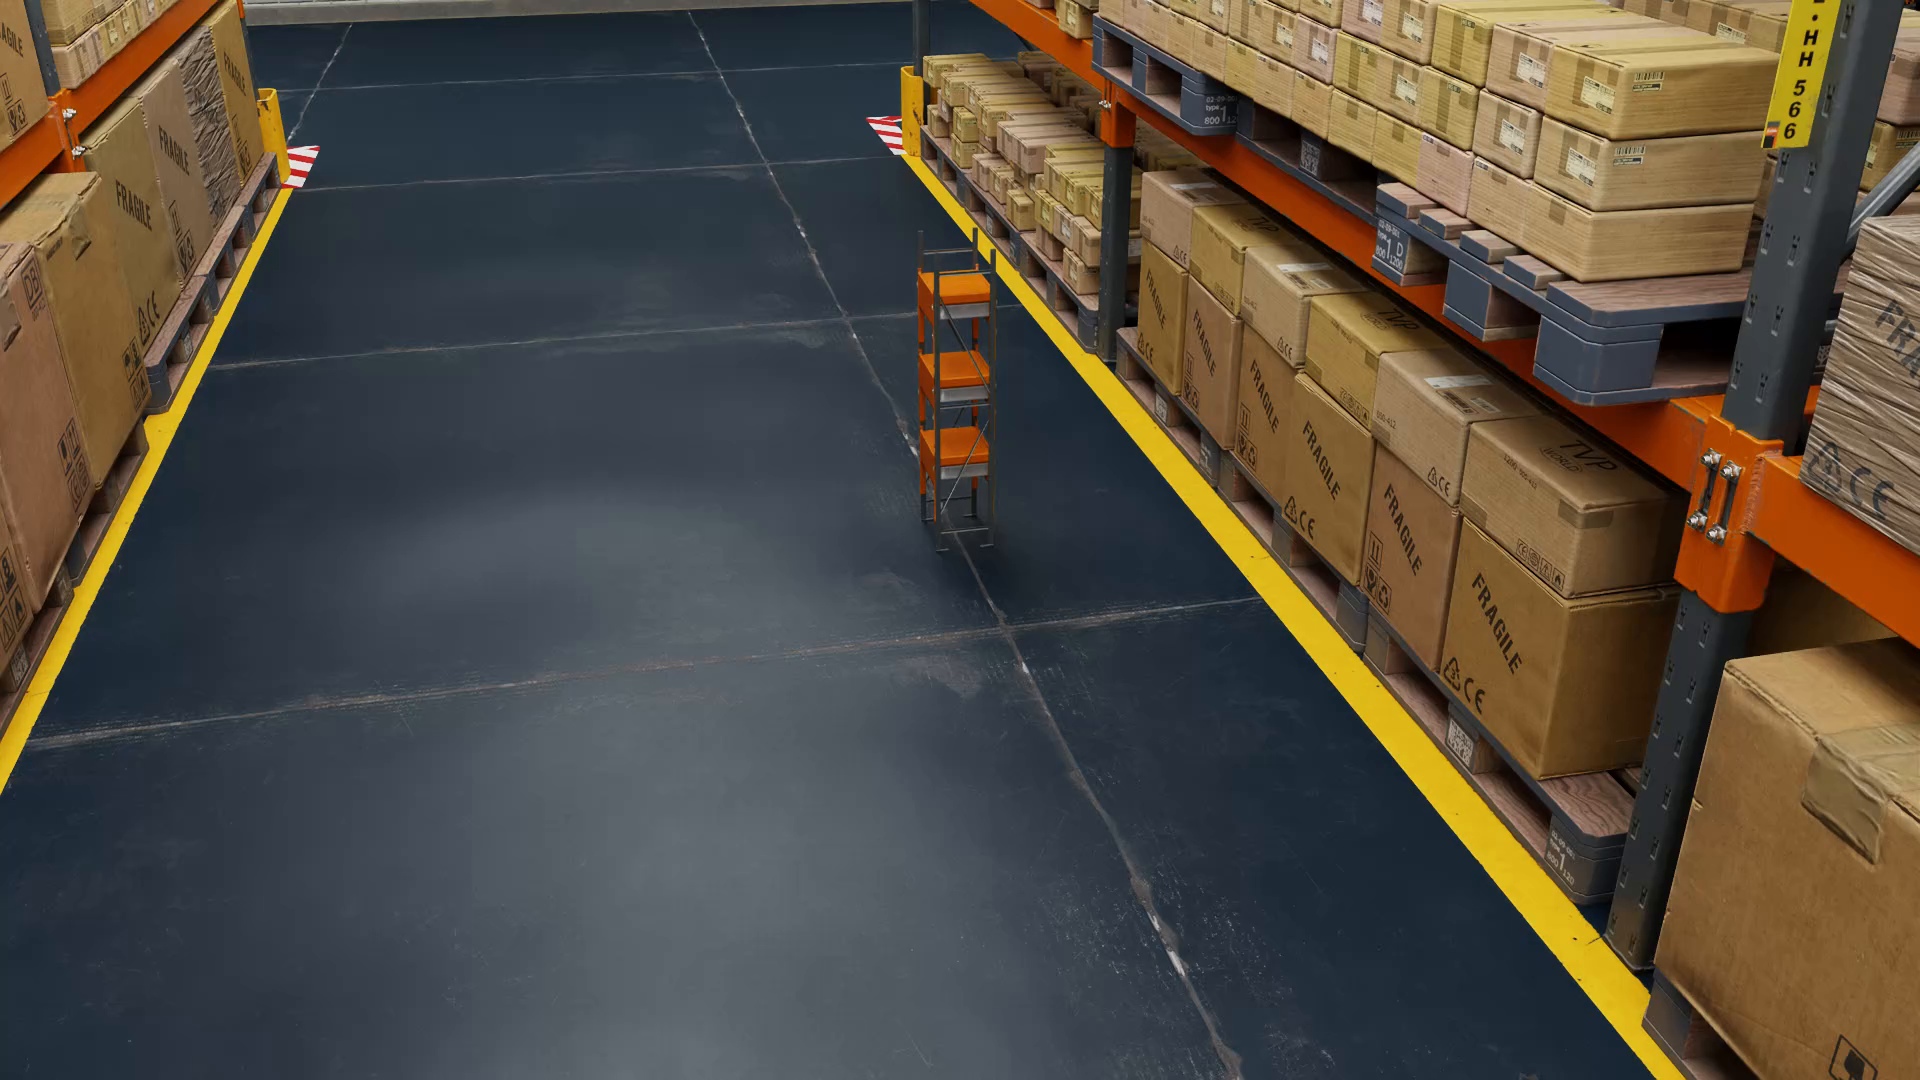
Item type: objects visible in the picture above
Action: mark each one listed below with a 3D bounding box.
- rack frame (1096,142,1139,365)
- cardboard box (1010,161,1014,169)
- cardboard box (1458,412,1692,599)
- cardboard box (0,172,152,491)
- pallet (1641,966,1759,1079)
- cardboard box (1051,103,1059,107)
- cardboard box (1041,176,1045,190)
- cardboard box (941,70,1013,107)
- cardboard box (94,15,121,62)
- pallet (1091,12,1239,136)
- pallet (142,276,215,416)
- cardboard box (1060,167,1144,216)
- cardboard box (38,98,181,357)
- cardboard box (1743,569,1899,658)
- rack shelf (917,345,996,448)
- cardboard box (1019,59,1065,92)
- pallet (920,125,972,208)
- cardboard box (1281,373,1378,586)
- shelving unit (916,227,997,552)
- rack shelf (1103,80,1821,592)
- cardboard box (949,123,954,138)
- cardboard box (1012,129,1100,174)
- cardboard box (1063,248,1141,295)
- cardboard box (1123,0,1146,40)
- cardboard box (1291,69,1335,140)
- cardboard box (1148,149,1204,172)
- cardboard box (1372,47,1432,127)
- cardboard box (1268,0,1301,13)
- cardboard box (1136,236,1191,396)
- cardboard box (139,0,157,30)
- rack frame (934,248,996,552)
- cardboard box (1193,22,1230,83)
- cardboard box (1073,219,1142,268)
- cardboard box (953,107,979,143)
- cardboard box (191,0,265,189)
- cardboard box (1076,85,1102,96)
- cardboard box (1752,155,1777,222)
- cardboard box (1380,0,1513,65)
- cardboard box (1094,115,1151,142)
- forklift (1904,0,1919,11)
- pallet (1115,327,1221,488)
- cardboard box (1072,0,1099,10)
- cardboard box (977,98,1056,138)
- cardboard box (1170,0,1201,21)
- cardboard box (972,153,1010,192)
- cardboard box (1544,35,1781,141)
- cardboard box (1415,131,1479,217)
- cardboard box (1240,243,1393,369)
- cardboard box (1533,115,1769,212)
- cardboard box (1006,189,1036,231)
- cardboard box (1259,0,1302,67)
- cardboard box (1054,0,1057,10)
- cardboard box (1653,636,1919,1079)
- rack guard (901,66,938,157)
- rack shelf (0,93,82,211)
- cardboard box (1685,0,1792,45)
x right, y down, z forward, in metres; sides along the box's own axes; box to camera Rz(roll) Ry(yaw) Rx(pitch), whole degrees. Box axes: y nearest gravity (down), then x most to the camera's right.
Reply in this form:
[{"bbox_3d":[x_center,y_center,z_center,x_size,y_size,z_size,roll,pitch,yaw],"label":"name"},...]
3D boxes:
[{"bbox_3d":[1.104,-2.182,6.744,1.000,3.000,0.127,-6,27,-12],"label":"rack frame"},{"bbox_3d":[0.476,-2.040,8.831,0.380,0.149,0.250,-5,27,-9],"label":"cardboard box"},{"bbox_3d":[1.596,-0.106,4.107,0.500,0.250,0.500,-7,28,-13],"label":"cardboard box"},{"bbox_3d":[-3.588,-0.683,5.666,1.225,0.875,0.875,-6,27,-11],"label":"cardboard box"},{"bbox_3d":[2.110,1.173,3.193,1.003,0.211,1.213,-6,27,-12],"label":"pallet"},{"bbox_3d":[0.679,-2.427,9.596,0.380,0.149,0.250,-6,27,-12],"label":"cardboard box"},{"bbox_3d":[0.612,-1.689,8.135,0.380,0.149,0.250,-6,27,-11],"label":"cardboard box"},{"bbox_3d":[0.101,-2.622,9.652,0.380,0.149,0.250,-6,27,-12],"label":"cardboard box"},{"bbox_3d":[-3.613,-2.005,6.673,0.380,0.149,0.250,-5,27,-10],"label":"cardboard box"},{"bbox_3d":[1.134,-1.746,6.093,1.003,0.211,1.213,-6,27,-12],"label":"pallet"},{"bbox_3d":[-3.846,-0.820,7.140,1.003,0.211,1.213,-6,27,-12],"label":"pallet"},{"bbox_3d":[0.674,-1.600,7.629,0.380,0.149,0.250,-6,27,-11],"label":"cardboard box"},{"bbox_3d":[-3.822,-1.260,6.809,0.875,0.875,0.875,-6,27,-12],"label":"cardboard box"},{"bbox_3d":[2.094,0.166,4.400,0.500,0.500,0.500,-7,28,-14],"label":"cardboard box"},{"bbox_3d":[-0.012,-0.483,5.565,0.215,0.259,0.240,-6,27,-12],"label":"rack shelf"},{"bbox_3d":[0.569,-2.796,9.997,0.380,0.149,0.250,-5,27,-11],"label":"cardboard box"},{"bbox_3d":[0.368,-2.300,10.072,1.003,0.211,1.213,-6,27,-12],"label":"pallet"},{"bbox_3d":[1.354,-0.219,5.163,0.500,0.500,0.500,-7,28,-14],"label":"cardboard box"},{"bbox_3d":[-0.012,-0.492,5.560,0.215,1.050,0.252,-6,27,-12],"label":"shelving unit"},{"bbox_3d":[1.555,-0.983,5.167,1.077,0.370,4.000,-6,27,-12],"label":"rack shelf"},{"bbox_3d":[0.147,-2.484,10.040,0.380,0.149,0.250,-6,27,-12],"label":"cardboard box"},{"bbox_3d":[0.477,-1.940,8.303,0.380,0.149,0.250,-7,28,-14],"label":"cardboard box"},{"bbox_3d":[0.684,-1.234,7.565,0.380,0.149,0.250,-6,27,-11],"label":"cardboard box"},{"bbox_3d":[0.813,-1.917,6.031,0.380,0.149,0.250,-6,27,-11],"label":"cardboard box"},{"bbox_3d":[1.162,-1.235,4.680,0.380,0.149,0.250,-5,27,-10],"label":"cardboard box"},{"bbox_3d":[1.119,-1.768,7.961,0.380,0.149,0.250,-6,27,-12],"label":"cardboard box"},{"bbox_3d":[1.271,-1.147,4.176,0.380,0.149,0.250,-6,27,-11],"label":"cardboard box"},{"bbox_3d":[1.101,-1.618,4.779,0.380,0.149,0.250,-5,27,-10],"label":"cardboard box"},{"bbox_3d":[1.012,-0.902,6.517,0.500,0.500,0.500,-5,27,-10],"label":"cardboard box"},{"bbox_3d":[-3.786,-2.343,7.342,0.380,0.149,0.250,-6,27,-11],"label":"cardboard box"},{"bbox_3d":[0.015,-0.439,5.454,0.200,1.050,0.008,-6,27,-12],"label":"rack frame"},{"bbox_3d":[0.979,-1.585,5.373,0.380,0.149,0.250,-7,28,-14],"label":"cardboard box"},{"bbox_3d":[0.723,-1.336,7.435,0.380,0.149,0.250,-5,27,-11],"label":"cardboard box"},{"bbox_3d":[0.171,-2.382,9.507,0.380,0.149,0.250,-5,27,-10],"label":"cardboard box"},{"bbox_3d":[-4.431,-2.445,9.157,0.875,0.875,0.875,-6,27,-12],"label":"cardboard box"},{"bbox_3d":[0.863,-2.462,9.337,0.380,0.149,0.250,-5,27,-10],"label":"cardboard box"},{"bbox_3d":[2.041,-0.836,3.890,0.380,0.149,0.250,-5,27,-9],"label":"cardboard box"},{"bbox_3d":[1.271,-1.278,4.105,0.380,0.149,0.250,-5,27,-10],"label":"cardboard box"},{"bbox_3d":[0.918,-2.111,8.641,0.380,0.149,0.250,-7,28,-14],"label":"cardboard box"},{"bbox_3d":[3.020,-1.603,5.674,1.130,2.935,3.031,-6,27,-11],"label":"forklift"},{"bbox_3d":[1.281,-0.596,6.696,1.003,0.211,1.213,-6,27,-12],"label":"pallet"},{"bbox_3d":[0.720,-2.543,7.019,0.500,0.500,0.500,-6,27,-12],"label":"cardboard box"},{"bbox_3d":[0.305,-2.278,8.972,0.380,0.149,0.250,-6,27,-11],"label":"cardboard box"},{"bbox_3d":[0.923,-1.830,5.529,0.380,0.149,0.250,-7,28,-14],"label":"cardboard box"},{"bbox_3d":[0.283,-2.032,9.144,0.380,0.149,0.250,-7,28,-14],"label":"cardboard box"},{"bbox_3d":[1.448,-0.936,3.427,0.380,0.149,0.250,-7,28,-14],"label":"cardboard box"},{"bbox_3d":[1.334,-0.893,4.004,0.380,0.149,0.250,-5,27,-11],"label":"cardboard box"},{"bbox_3d":[1.246,-0.779,5.441,0.500,0.250,0.500,-5,27,-10],"label":"cardboard box"},{"bbox_3d":[1.450,-0.805,3.498,0.380,0.149,0.250,-5,27,-11],"label":"cardboard box"},{"bbox_3d":[0.450,-1.689,8.465,0.380,0.149,0.250,-6,27,-12],"label":"cardboard box"},{"bbox_3d":[1.099,-1.484,4.844,0.380,0.149,0.250,-6,28,-13],"label":"cardboard box"},{"bbox_3d":[0.654,-2.517,7.687,0.380,0.149,0.250,-7,28,-13],"label":"cardboard box"},{"bbox_3d":[2.055,0.667,3.130,1.050,0.750,0.750,-6,27,-12],"label":"cardboard box"},{"bbox_3d":[0.220,-2.789,10.720,1.175,0.500,0.348,-6,27,-12],"label":"rack guard"},{"bbox_3d":[-3.301,-0.524,4.257,1.077,0.370,4.000,-6,27,-12],"label":"rack shelf"},{"bbox_3d":[1.976,-1.215,3.981,0.380,0.149,0.250,-6,27,-12],"label":"cardboard box"}]
